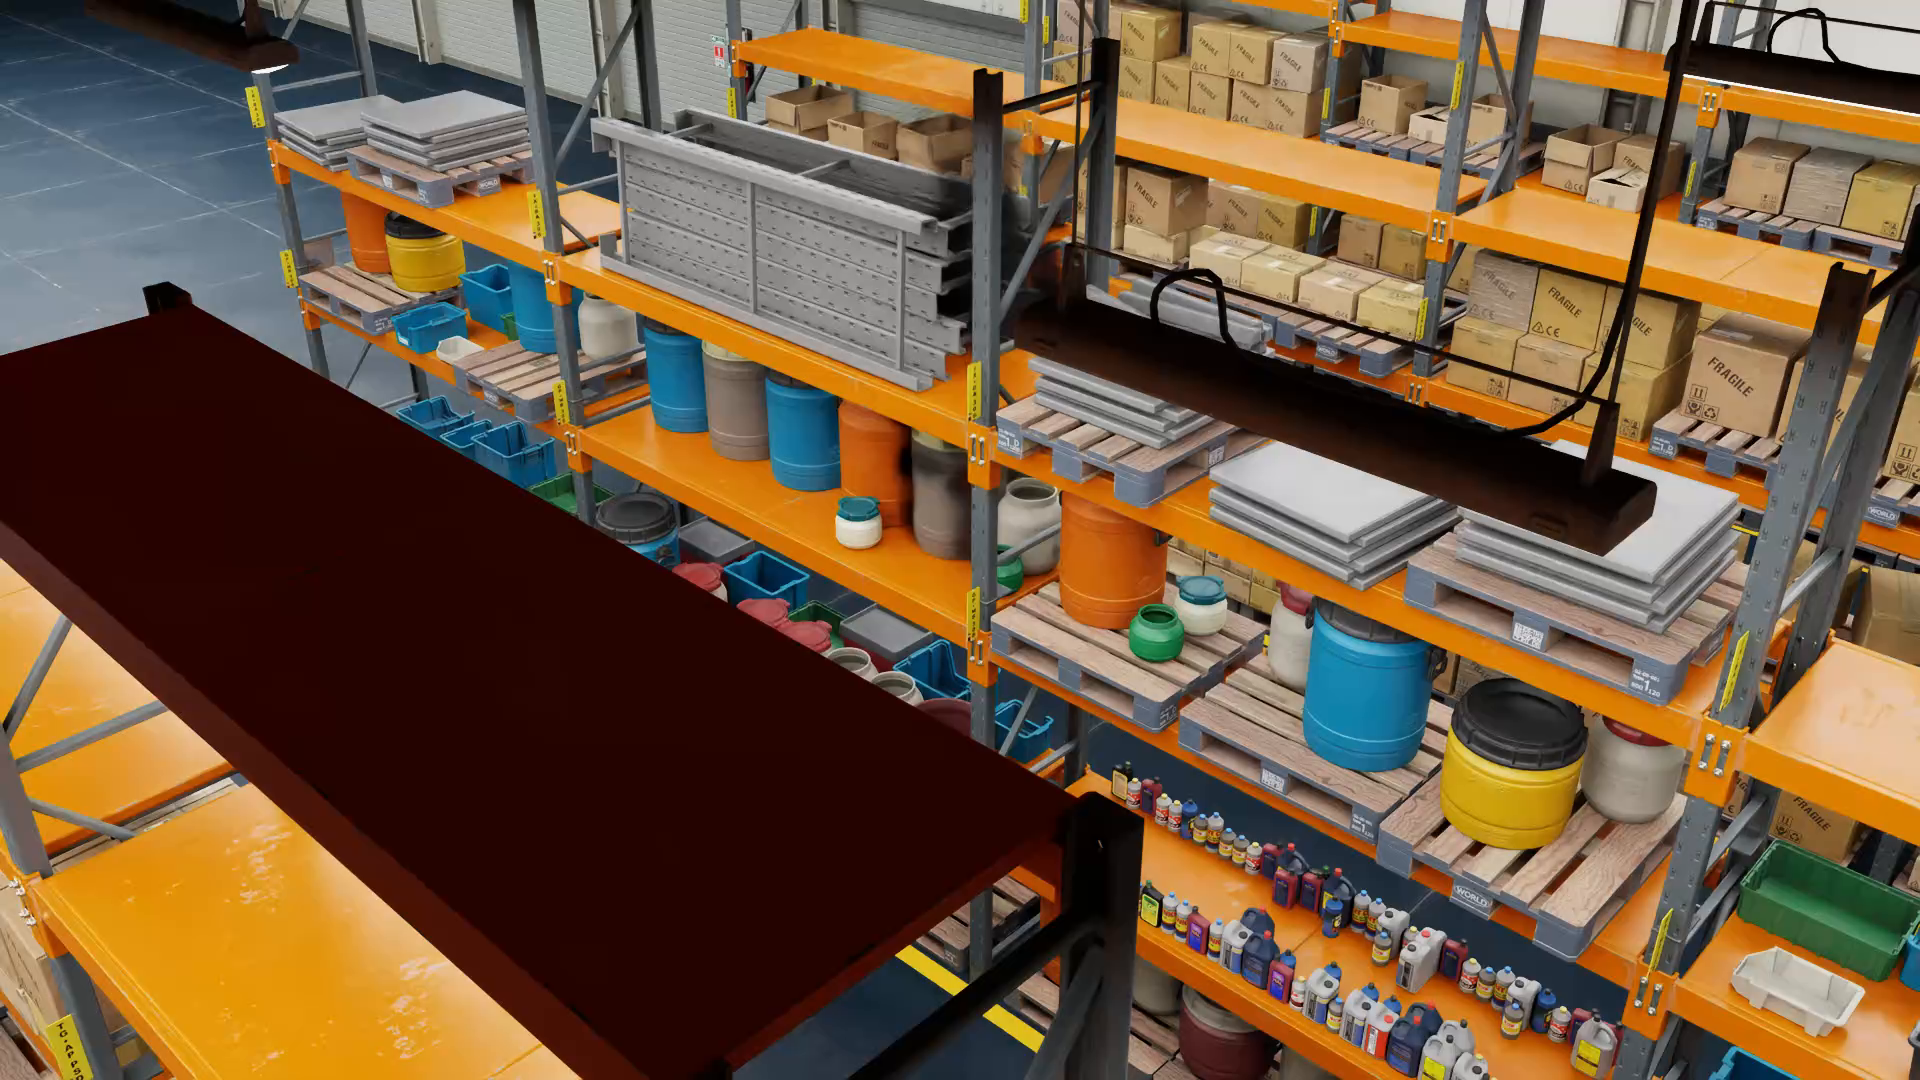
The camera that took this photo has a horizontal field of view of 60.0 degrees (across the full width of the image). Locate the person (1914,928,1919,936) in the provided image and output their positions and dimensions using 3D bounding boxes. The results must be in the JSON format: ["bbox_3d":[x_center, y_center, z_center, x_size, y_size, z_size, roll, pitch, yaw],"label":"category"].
[{"bbox_3d":[5.175,2.840,9.578,0.607,1.675,0.788,-24,37,-36],"label":"person"}]
